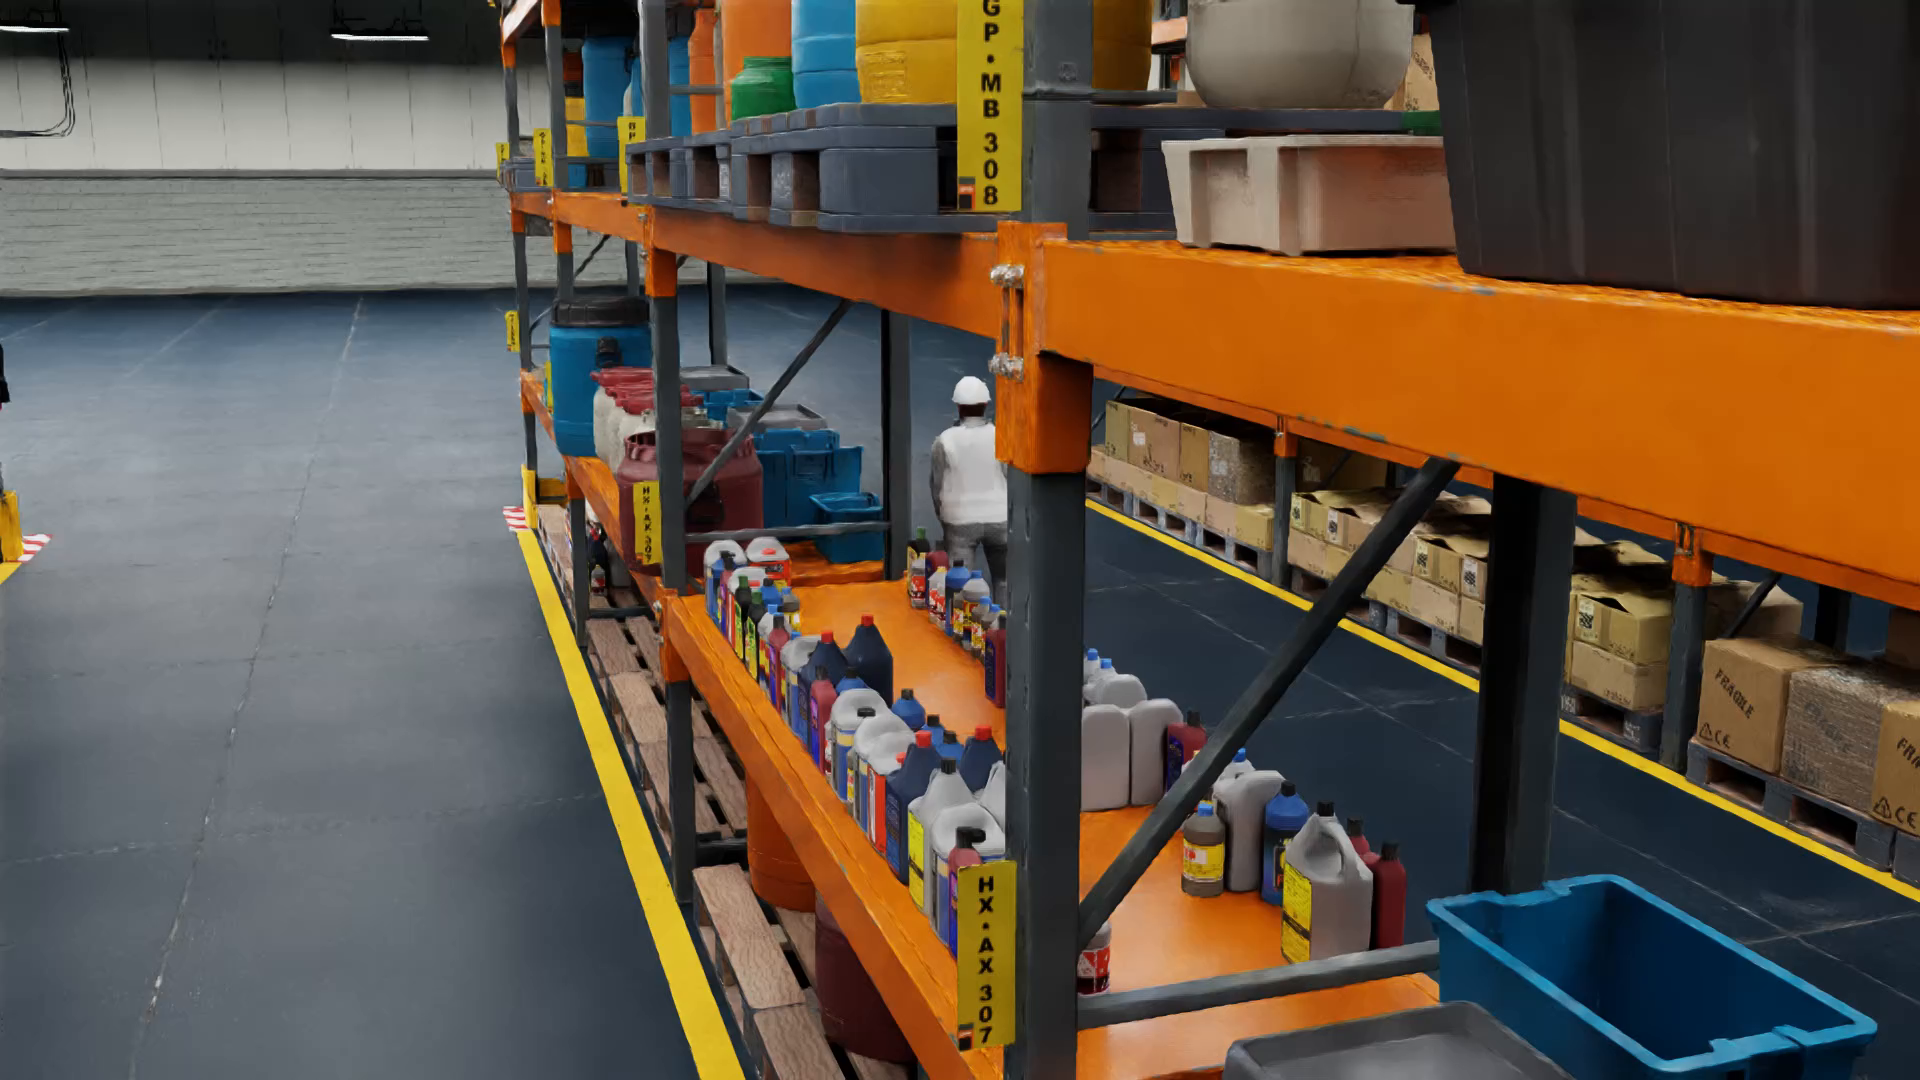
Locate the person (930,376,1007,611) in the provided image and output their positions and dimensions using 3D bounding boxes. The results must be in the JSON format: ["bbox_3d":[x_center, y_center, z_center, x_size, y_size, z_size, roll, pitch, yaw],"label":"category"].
[{"bbox_3d":[0.115,-0.115,10.016,0.594,1.733,0.802,-2,12,-8],"label":"person"}]
